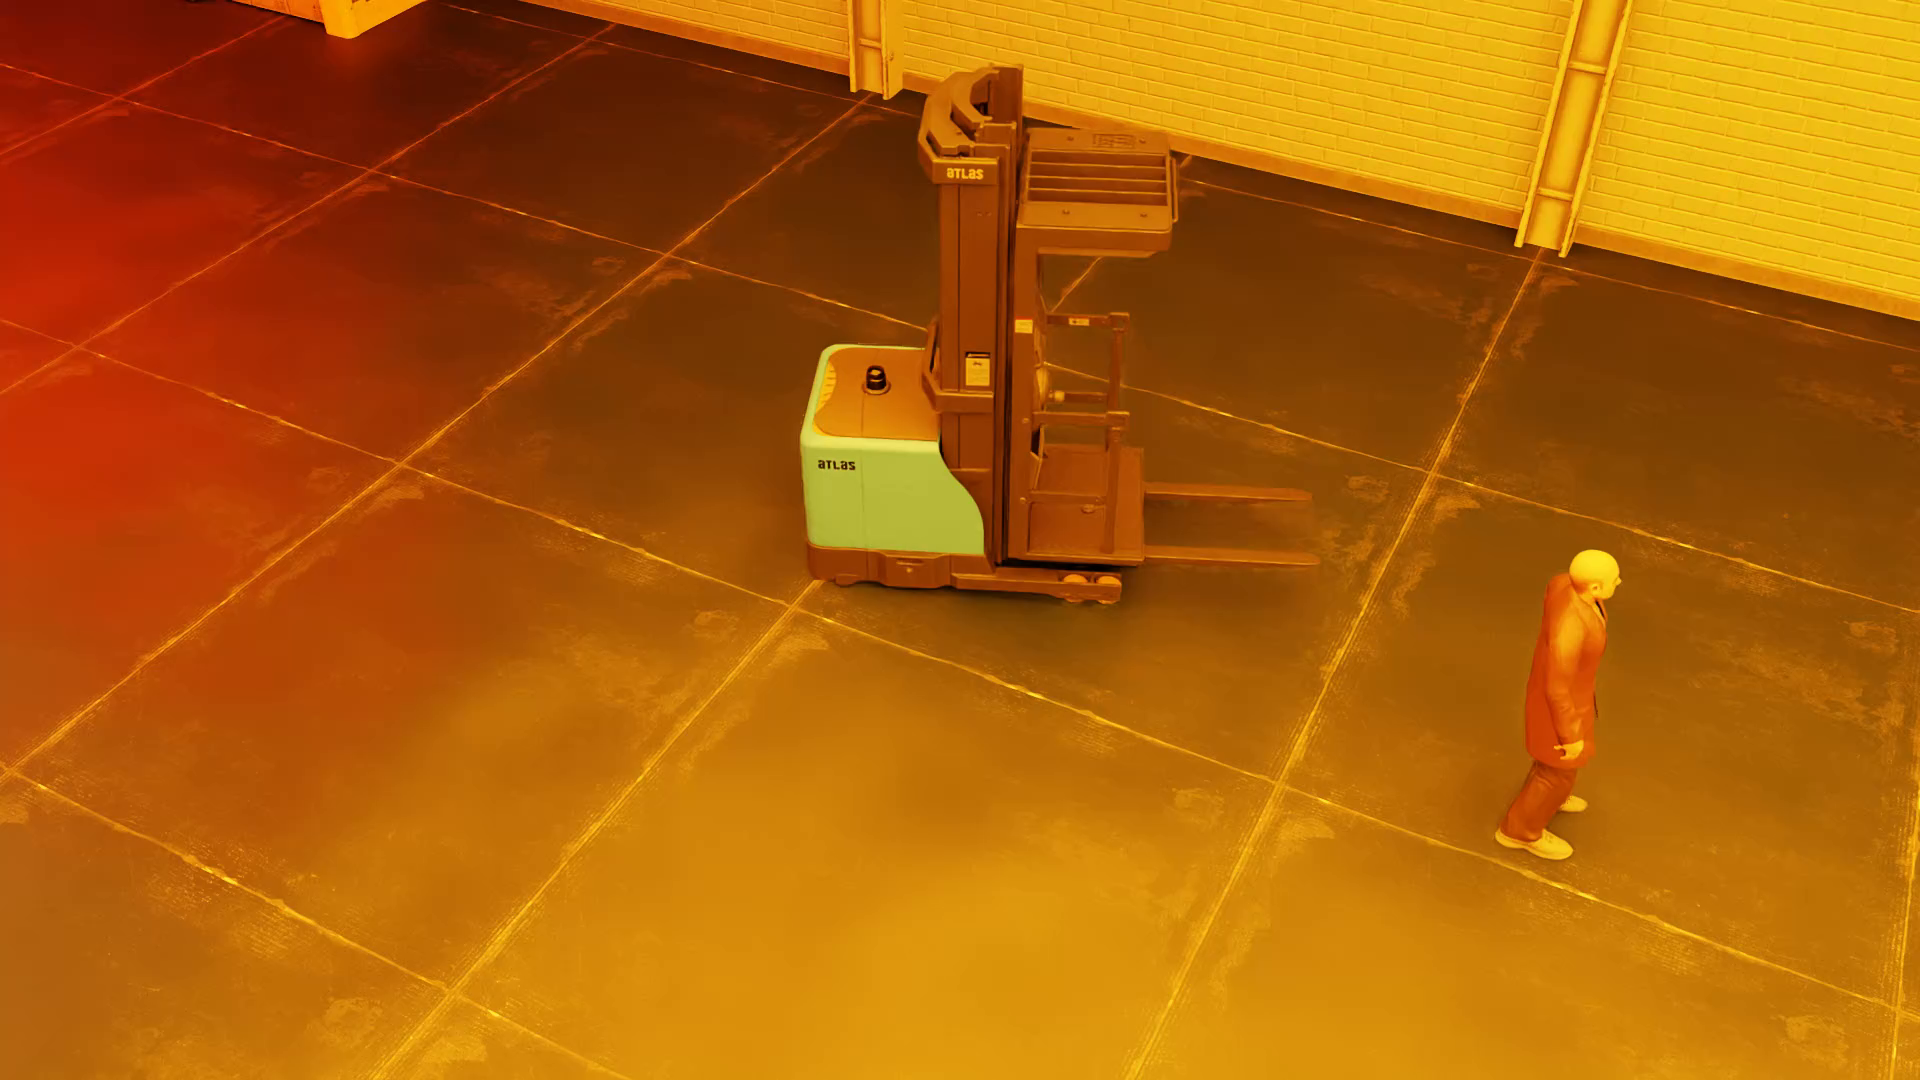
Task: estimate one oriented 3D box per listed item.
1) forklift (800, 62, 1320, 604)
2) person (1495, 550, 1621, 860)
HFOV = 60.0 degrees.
[{"bbox_3d":[0.628,-1.102,9.295,3.031,2.935,1.130,3,40,3],"label":"forklift"},{"bbox_3d":[2.955,0.792,7.967,0.511,1.802,0.681,10,41,12],"label":"person"}]
